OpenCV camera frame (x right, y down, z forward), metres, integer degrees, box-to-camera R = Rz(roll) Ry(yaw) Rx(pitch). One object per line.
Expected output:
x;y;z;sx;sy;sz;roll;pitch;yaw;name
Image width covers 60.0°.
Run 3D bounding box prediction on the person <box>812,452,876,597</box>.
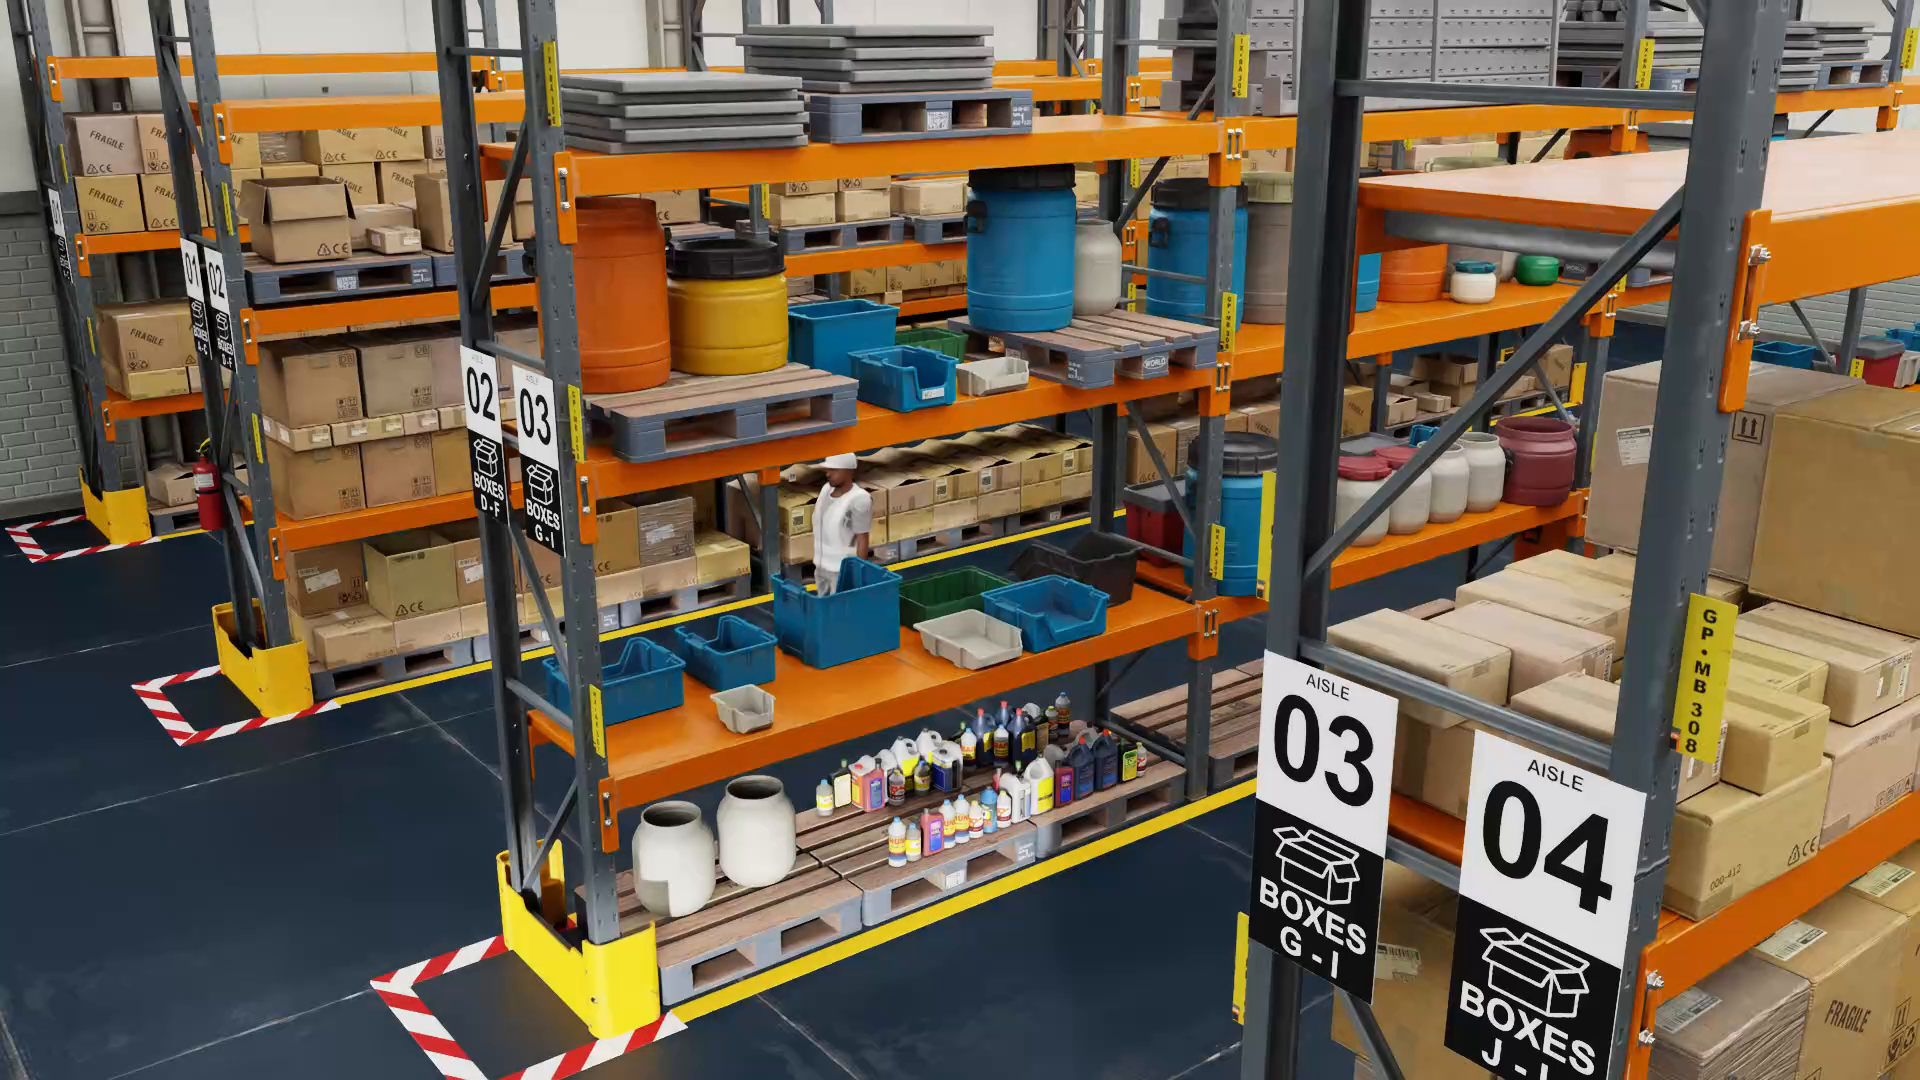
-0.880;0.222;11.853;0.459;1.810;0.555;-13;21;-35;person
